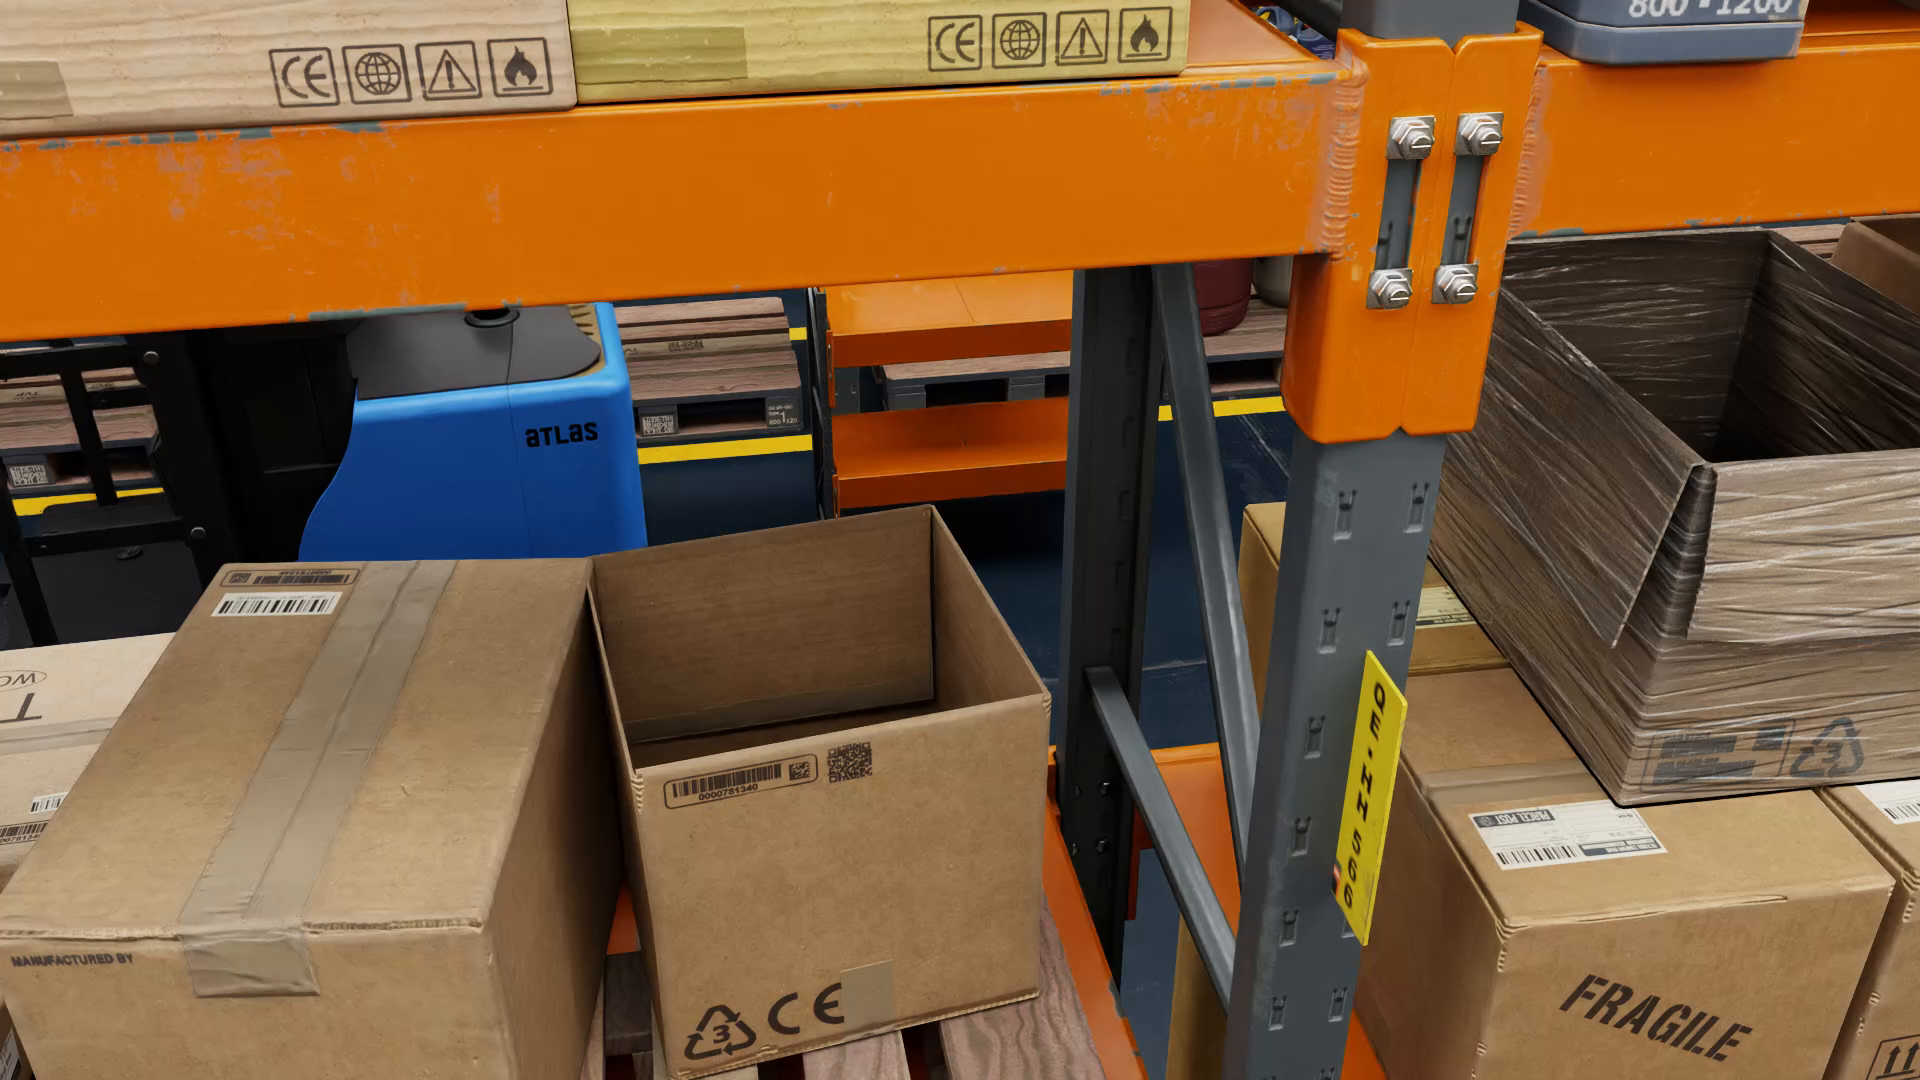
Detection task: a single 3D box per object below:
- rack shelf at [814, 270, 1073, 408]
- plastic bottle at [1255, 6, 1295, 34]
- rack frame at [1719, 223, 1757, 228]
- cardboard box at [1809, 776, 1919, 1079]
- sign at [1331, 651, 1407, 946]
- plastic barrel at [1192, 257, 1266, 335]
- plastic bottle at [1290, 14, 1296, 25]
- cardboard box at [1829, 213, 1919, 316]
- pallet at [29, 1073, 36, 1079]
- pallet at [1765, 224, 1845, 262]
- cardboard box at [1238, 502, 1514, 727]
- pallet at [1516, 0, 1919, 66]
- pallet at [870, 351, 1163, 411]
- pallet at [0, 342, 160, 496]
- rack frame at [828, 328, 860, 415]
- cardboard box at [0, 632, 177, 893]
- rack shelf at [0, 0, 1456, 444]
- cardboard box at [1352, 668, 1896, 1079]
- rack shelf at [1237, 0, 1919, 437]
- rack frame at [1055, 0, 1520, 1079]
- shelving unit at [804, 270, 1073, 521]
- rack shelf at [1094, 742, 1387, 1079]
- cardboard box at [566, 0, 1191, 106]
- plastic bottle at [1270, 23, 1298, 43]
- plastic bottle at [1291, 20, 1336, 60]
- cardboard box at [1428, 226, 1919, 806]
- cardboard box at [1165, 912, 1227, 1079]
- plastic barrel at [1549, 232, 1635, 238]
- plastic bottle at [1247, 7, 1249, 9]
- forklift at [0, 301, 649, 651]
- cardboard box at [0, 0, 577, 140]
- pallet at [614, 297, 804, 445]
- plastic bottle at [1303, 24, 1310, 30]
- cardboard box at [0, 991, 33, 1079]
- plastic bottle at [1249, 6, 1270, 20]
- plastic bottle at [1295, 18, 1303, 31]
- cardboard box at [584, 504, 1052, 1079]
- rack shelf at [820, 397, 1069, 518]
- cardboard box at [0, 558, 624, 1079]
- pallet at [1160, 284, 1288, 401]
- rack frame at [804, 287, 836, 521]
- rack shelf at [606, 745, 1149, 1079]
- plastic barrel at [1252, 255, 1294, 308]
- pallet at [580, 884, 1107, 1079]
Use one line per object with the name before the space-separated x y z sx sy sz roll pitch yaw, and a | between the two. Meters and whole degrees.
rack shelf | 0.007 -0.738 5.818 1.000 0.278 0.538 -5 31 -9
plastic bottle | 1.276 -2.058 6.840 0.185 0.351 0.144 -5 31 -9
rack frame | 3.364 -2.364 7.310 0.127 3.000 1.000 -5 31 -9
cardboard box | 1.356 0.471 2.391 0.500 0.500 0.500 -6 31 -10
sign | 0.429 0.276 1.758 0.005 0.325 0.100 -5 31 -9
plastic barrel | 1.018 -1.296 7.460 0.708 0.588 0.600 -5 31 -9
plastic bottle | 1.417 -2.264 7.267 0.097 0.271 0.097 0 30 0
cardboard box | 1.685 -0.121 2.409 0.637 0.503 0.797 -5 31 -8
pallet | -1.618 0.755 2.196 1.213 0.211 1.003 -5 31 -9
pallet | 4.080 -1.248 8.164 1.213 0.211 1.003 -5 31 -9
cardboard box | 0.762 0.259 2.751 0.500 0.500 0.500 -4 31 -7
pallet | 0.945 -0.826 1.922 1.003 0.211 1.213 -4 31 -7
pallet | 0.197 -0.889 7.554 1.213 0.211 1.003 -5 31 -9
pallet | -3.740 -0.522 6.930 1.213 0.211 1.003 -5 31 -9
rack frame | -0.571 -1.998 6.689 0.127 3.000 1.000 -5 31 -9
cardboard box | -1.368 0.393 2.356 0.500 0.250 0.500 -6 31 -10
rack shelf | -1.646 -0.329 1.601 4.000 0.370 1.077 -5 31 -9
cardboard box | 0.849 0.519 2.309 0.500 0.500 0.500 -4 31 -7
rack shelf | 2.289 -0.695 2.222 4.000 0.370 1.077 -5 31 -9
rack frame | 0.322 0.473 2.487 0.053 2.616 0.949 -5 31 -9
shelving unit | 0.007 -0.486 5.966 1.048 1.125 0.538 -5 31 -9
rack shelf | 2.289 0.598 2.983 4.000 0.370 1.077 -5 31 -9
cardboard box | -0.102 -0.592 1.486 0.500 0.250 0.500 -5 31 -9
plastic bottle | 1.278 -1.950 6.729 0.135 0.276 0.152 -5 31 -9
plastic bottle | 1.435 -1.995 6.732 0.185 0.351 0.144 -5 31 -9
cardboard box | 1.044 -0.063 2.310 0.637 0.503 0.797 -4 31 -7
cardboard box | 1.004 1.153 3.011 0.875 0.875 1.225 -7 31 -11
plastic barrel | 2.826 -1.599 7.666 0.708 0.901 0.600 -5 31 -9
plastic bottle | 1.199 -2.301 7.319 0.133 0.283 0.061 -5 31 -9
forklift | -2.562 -0.870 4.839 3.031 2.935 1.130 -8 31 -13
cardboard box | -0.588 -0.540 1.397 0.500 0.250 0.500 -5 31 -9
pallet | -1.340 -0.745 7.309 1.213 0.211 1.003 -5 31 -9
plastic bottle | 1.582 -2.353 7.420 0.097 0.271 0.097 0 30 0
cardboard box | -1.270 0.635 1.929 0.258 0.266 0.396 -6 31 -10
plastic bottle | 1.352 -2.354 7.343 0.185 0.351 0.144 -5 31 -9
plastic bottle | 1.486 -2.344 7.405 0.097 0.271 0.097 0 30 0
cardboard box | -0.202 0.316 2.240 0.500 0.500 0.500 -9 32 -15
rack shelf | 0.007 -0.275 6.090 1.000 0.278 0.538 -5 31 -9
cardboard box | -0.733 0.417 2.069 0.500 0.500 0.700 -1 30 -2
pallet | 1.395 -0.999 7.740 1.213 0.211 1.003 -5 31 -9
rack frame | -0.493 -0.439 5.887 0.032 1.125 0.500 -5 31 -9
rack shelf | -1.646 0.964 2.362 4.000 0.370 1.077 -5 31 -9
plastic barrel | 1.558 -1.359 7.643 0.421 0.512 0.421 0 30 0
pallet | -0.360 0.672 2.337 1.003 0.211 1.213 -5 31 -9
